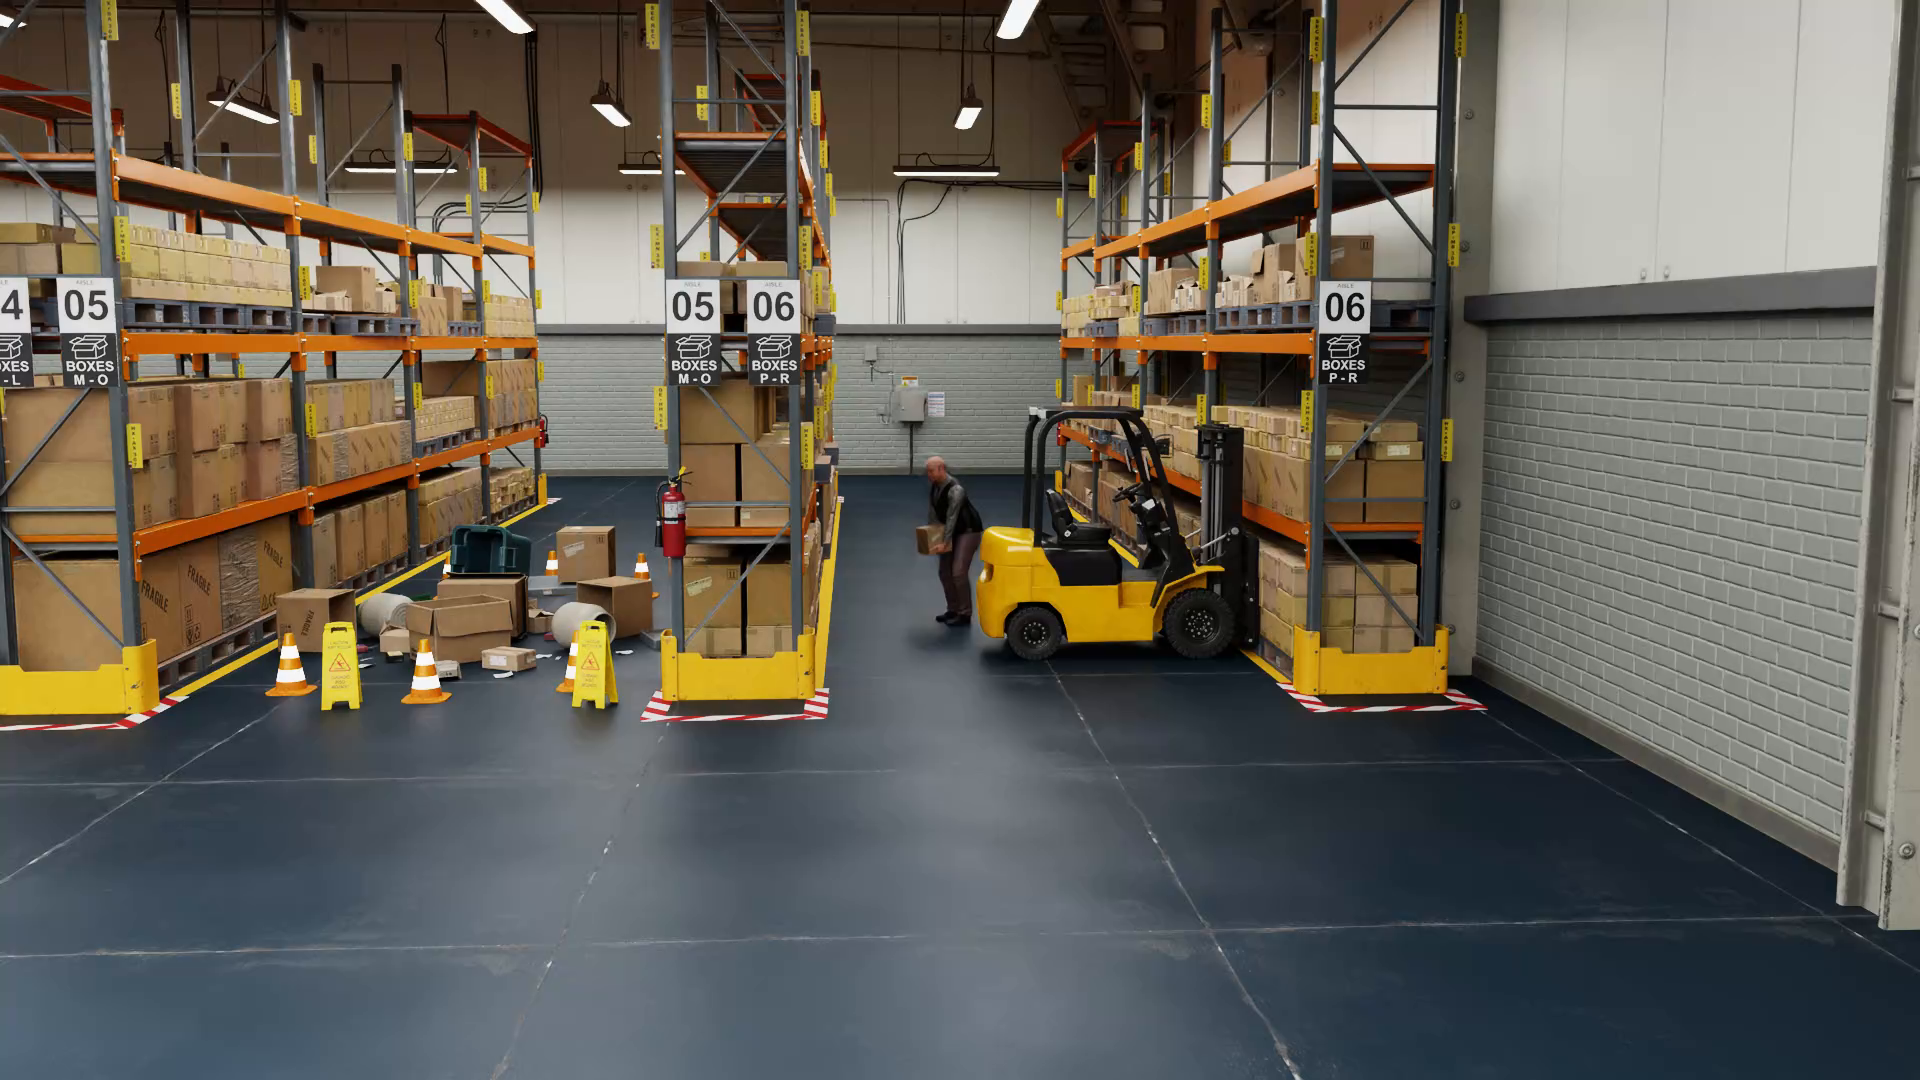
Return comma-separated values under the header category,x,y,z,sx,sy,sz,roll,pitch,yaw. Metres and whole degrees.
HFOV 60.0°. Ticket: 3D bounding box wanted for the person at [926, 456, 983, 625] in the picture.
category,x,y,z,sx,sy,sz,roll,pitch,yaw
person,-0.083,-0.002,16.217,0.615,1.644,0.477,-5,8,-34
